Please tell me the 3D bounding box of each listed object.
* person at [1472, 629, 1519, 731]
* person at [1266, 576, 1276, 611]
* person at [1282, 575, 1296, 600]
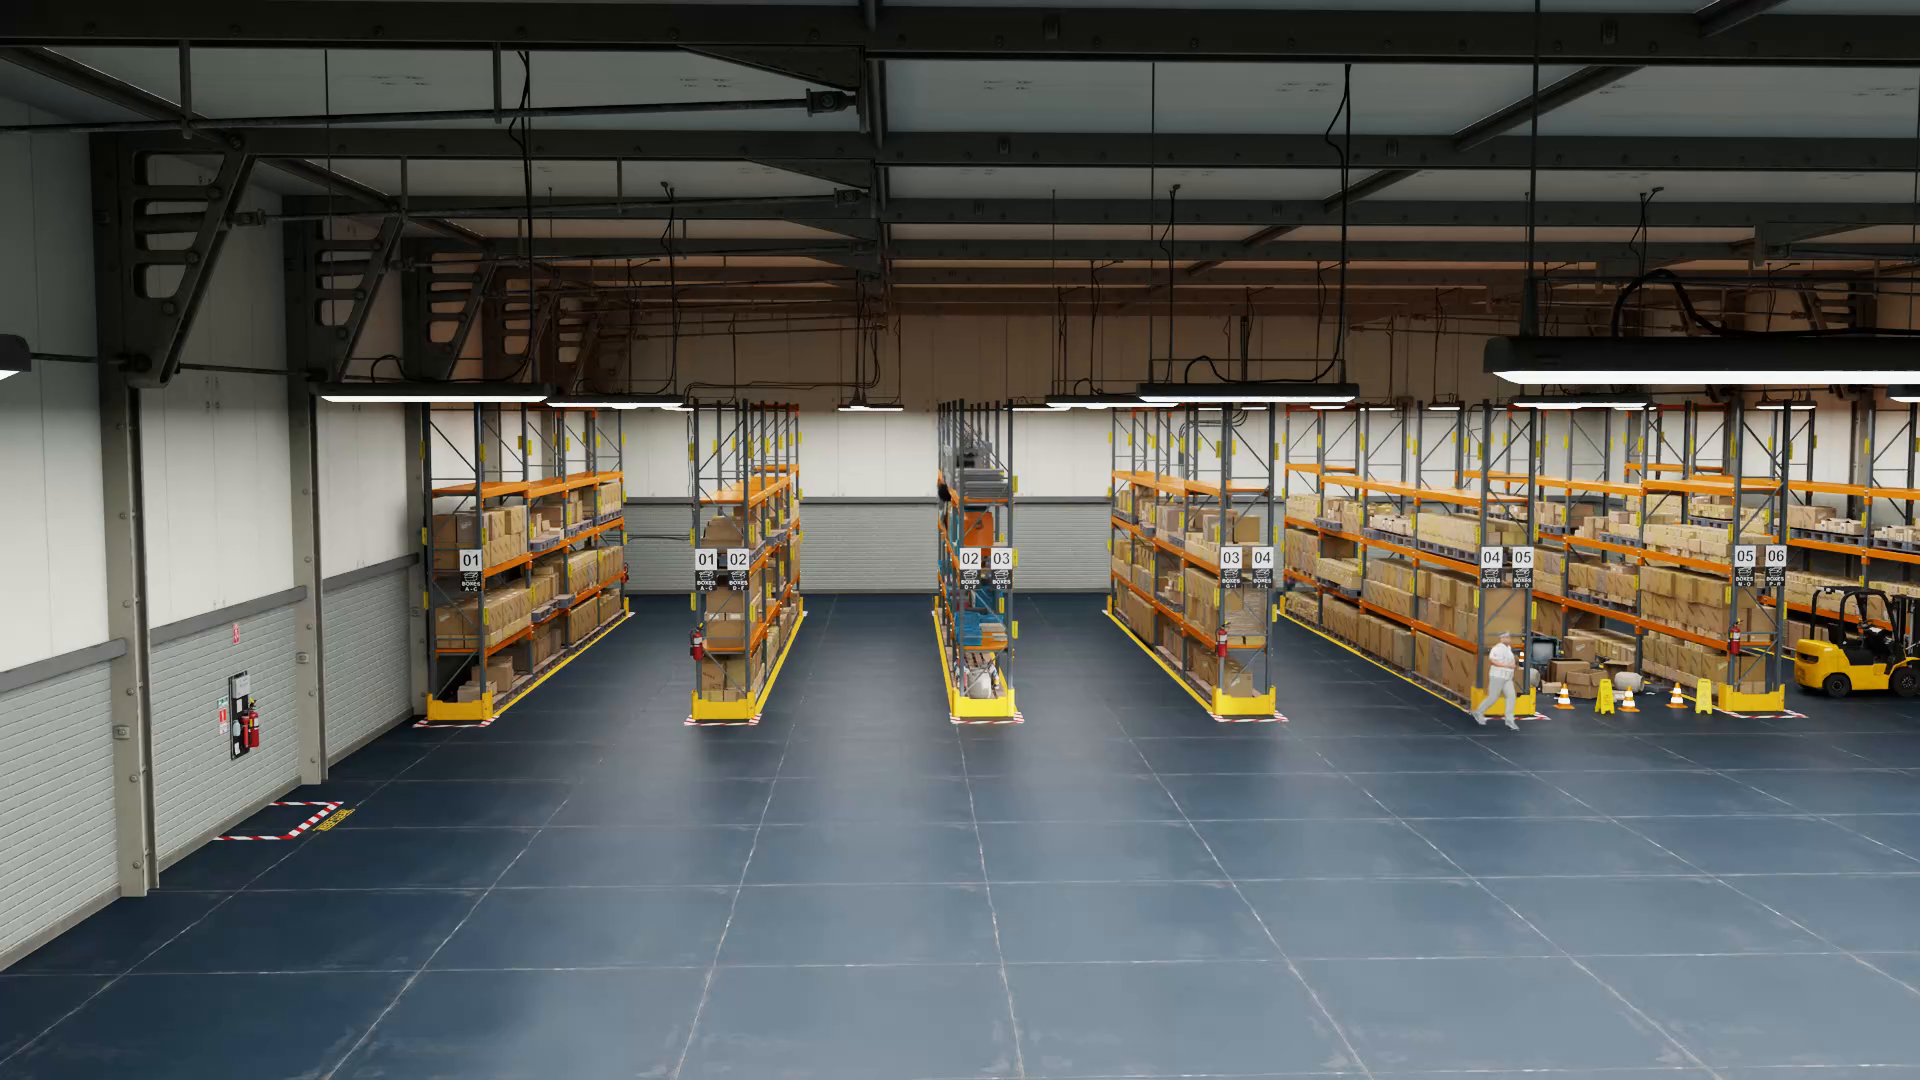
[{"bbox_3d":[9.874,2.522,30.352,0.688,1.800,0.906,-4,6,-40],"label":"person"},{"bbox_3d":[8.217,1.519,44.970,0.680,1.620,0.896,0,4,0],"label":"person"},{"bbox_3d":[9.815,1.251,49.013,0.580,1.555,0.580,-1,4,-8],"label":"person"}]
